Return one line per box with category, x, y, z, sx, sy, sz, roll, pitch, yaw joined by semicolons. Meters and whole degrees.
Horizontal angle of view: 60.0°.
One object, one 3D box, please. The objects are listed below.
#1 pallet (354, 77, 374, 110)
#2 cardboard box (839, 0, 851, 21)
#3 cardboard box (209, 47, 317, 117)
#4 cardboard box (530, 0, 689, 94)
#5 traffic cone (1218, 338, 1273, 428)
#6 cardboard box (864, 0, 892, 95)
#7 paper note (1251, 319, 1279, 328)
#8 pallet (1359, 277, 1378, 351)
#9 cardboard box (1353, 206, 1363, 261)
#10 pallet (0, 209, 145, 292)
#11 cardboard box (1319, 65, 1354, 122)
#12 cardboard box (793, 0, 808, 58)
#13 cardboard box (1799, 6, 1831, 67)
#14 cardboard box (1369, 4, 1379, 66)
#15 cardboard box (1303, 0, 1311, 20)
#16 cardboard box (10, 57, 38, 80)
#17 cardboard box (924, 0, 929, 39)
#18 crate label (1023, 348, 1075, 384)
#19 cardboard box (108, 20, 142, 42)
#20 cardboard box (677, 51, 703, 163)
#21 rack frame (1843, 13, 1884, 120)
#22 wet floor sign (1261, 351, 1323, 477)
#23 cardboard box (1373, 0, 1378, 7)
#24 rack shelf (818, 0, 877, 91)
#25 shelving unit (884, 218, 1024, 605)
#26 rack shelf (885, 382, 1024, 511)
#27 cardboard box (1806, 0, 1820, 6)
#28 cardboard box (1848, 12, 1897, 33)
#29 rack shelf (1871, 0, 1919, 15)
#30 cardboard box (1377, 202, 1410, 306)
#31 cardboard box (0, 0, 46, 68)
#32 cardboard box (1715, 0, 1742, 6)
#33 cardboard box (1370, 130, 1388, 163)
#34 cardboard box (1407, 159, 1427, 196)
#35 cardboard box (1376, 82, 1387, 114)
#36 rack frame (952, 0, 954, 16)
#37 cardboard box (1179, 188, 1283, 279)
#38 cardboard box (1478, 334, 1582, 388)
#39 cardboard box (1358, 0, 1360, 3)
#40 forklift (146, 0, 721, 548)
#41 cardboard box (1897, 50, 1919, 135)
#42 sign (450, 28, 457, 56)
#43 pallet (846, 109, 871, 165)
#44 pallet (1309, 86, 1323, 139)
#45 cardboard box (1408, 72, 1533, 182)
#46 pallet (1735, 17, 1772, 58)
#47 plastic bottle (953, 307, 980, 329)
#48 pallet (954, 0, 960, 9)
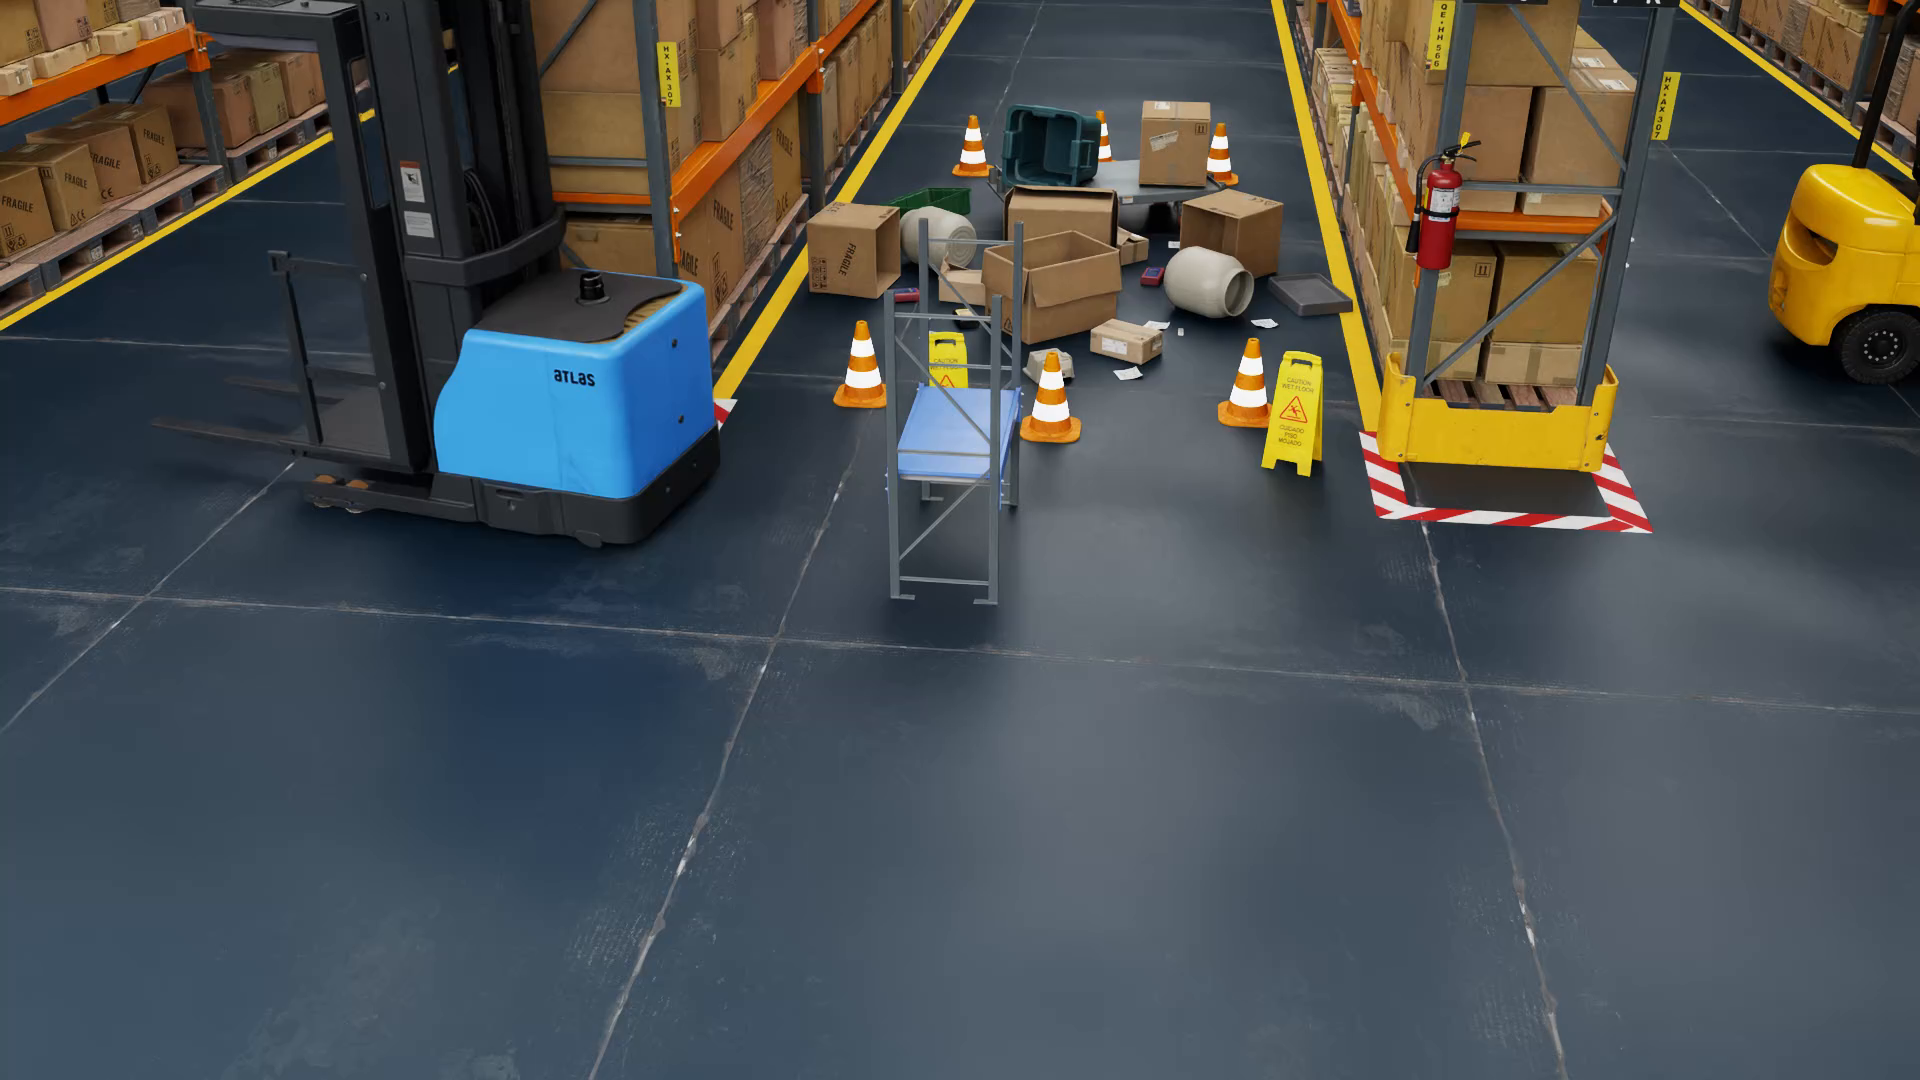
pallet;-6.068;-4.508;16.396;1.003;0.211;1.213;3;28;6
cardboard box;-1.158;-4.399;13.147;0.500;0.500;0.500;4;29;7
cardboard box;-6.219;-4.089;14.848;0.700;0.500;0.500;1;28;2
cardboard box;-1.957;-2.716;8.832;0.875;0.550;0.550;3;28;6
traffic cone;1.657;-0.923;9.474;0.336;0.463;0.334;3;28;6
cardboard box;-1.224;-4.681;15.705;1.050;0.750;0.750;3;28;6
paper note;1.992;-1.420;10.854;0.142;0.019;0.148;-6;29;-11
pallet;3.180;-1.523;10.855;1.003;0.211;1.213;3;28;6
cardboard box;2.980;-2.105;11.451;0.500;0.250;0.500;5;29;9
pallet;-6.655;-2.099;11.924;1.003;0.211;1.213;3;28;6
cardboard box;3.703;-3.943;14.733;0.950;0.372;0.625;3;28;5
cardboard box;-1.584;-3.777;11.939;0.875;0.550;0.550;3;28;6
cardboard box;8.763;-5.018;16.595;0.500;0.500;0.500;5;29;8
cardboard box;3.006;-3.391;10.963;0.500;0.500;0.500;3;28;6
cardboard box;4.358;-6.364;18.697;0.875;0.875;0.875;4;29;8
cardboard box;-6.500;-3.173;11.243;0.380;0.149;0.250;3;28;6
cardboard box;-0.604;-5.649;17.766;0.500;0.500;0.500;3;28;5
crate label;0.548;-1.057;10.068;0.250;0.136;0.298;-11;30;-20
cardboard box;-6.326;-3.761;12.333;0.380;0.149;0.250;3;28;6
cardboard box;-1.994;-2.506;9.580;0.875;0.550;0.550;3;28;6
rack frame;8.791;-5.241;14.816;1.000;3.000;0.127;3;28;6
wet floor sign;1.799;-0.698;8.866;0.267;0.644;0.232;14;31;24
cardboard box;2.933;-3.592;10.281;0.700;0.500;0.500;3;28;5
rack shelf;-1.306;-4.510;14.217;1.077;0.370;4.000;3;28;6
shelving unit;-0.010;-0.620;7.820;0.538;1.500;1.048;3;28;6
rack shelf;-0.010;-0.462;7.905;0.538;0.185;1.000;3;28;6
cardboard box;8.791;-5.481;16.769;0.380;0.149;0.250;2;28;4
cardboard box;8.600;-4.858;15.614;0.380;0.149;0.250;2;28;4
rack shelf;8.546;-3.983;13.239;1.077;0.370;4.000;3;28;6
cardboard box;2.784;-1.705;9.917;0.500;0.500;0.500;4;29;8
cardboard box;-6.737;-3.480;11.128;0.875;0.500;0.500;3;28;6
cardboard box;9.058;-6.333;19.406;0.380;0.149;0.250;3;28;5
cardboard box;2.868;-2.549;10.800;0.380;0.149;0.250;5;29;9
cardboard box;2.639;-1.966;9.001;0.380;0.149;0.250;3;28;6
cardboard box;2.852;-2.803;10.555;0.380;0.149;0.250;3;29;6
rack frame;-0.570;-7.651;19.288;1.000;3.000;0.127;3;28;6
cardboard box;1.893;-2.120;11.656;0.500;0.500;0.500;-24;36;-37
cardboard box;3.258;-1.100;9.585;0.500;0.250;0.500;3;28;6
cardboard box;3.213;-4.101;12.521;0.380;0.149;0.250;3;28;5
forklift;-2.846;-1.653;8.228;3.031;2.935;1.130;9;30;16
cardboard box;8.629;-3.780;14.164;0.875;0.625;0.625;4;29;8
sign;-2.578;-2.654;8.543;0.100;0.325;0.005;3;28;6
pallet;-1.384;-3.601;14.711;1.003;0.211;1.213;3;28;6
pallet;3.767;-3.932;15.327;1.003;0.211;1.213;3;28;6
cardboard box;2.677;-2.208;8.768;0.500;0.500;0.500;3;28;5
pallet;9.219;-5.511;18.257;1.003;0.211;1.213;3;28;6
plastic bottle;0.032;-1.464;10.902;0.133;0.061;0.283;-6;29;-11
pallet;-0.523;-6.741;20.540;1.003;0.211;1.213;3;28;6
